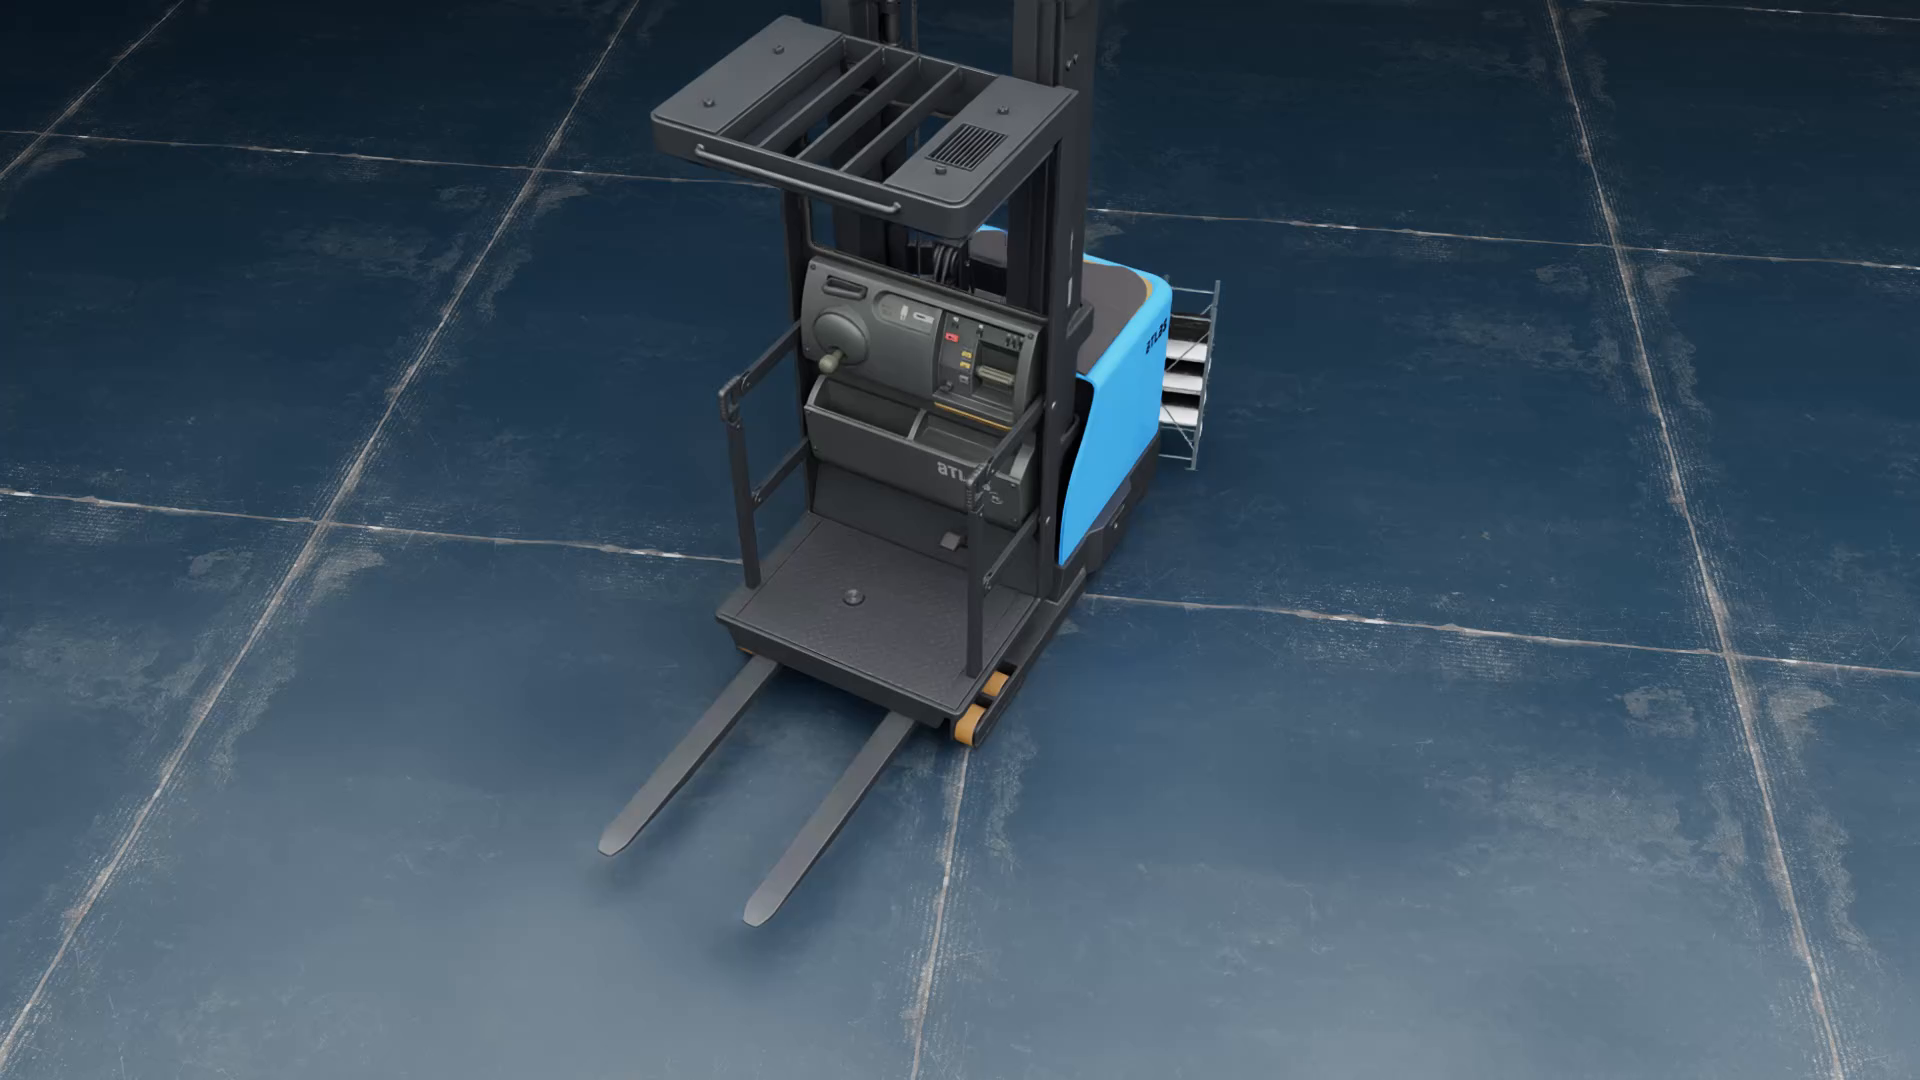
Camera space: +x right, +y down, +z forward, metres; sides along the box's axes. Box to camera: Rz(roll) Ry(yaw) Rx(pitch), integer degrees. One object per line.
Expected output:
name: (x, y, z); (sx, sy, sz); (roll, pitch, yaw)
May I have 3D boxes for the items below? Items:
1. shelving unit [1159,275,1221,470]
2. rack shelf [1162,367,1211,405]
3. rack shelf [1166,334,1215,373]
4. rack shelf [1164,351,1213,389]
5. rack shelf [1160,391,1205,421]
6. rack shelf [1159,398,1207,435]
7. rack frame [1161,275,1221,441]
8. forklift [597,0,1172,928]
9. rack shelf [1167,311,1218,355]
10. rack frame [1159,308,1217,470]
shelving unit: (0.979, -0.732, 7.389); (0.258, 0.900, 0.210); (7, 44, 7)
rack shelf: (0.979, -0.708, 7.412); (0.258, 0.077, 0.200); (7, 44, 7)
rack shelf: (0.980, -0.838, 7.288); (0.258, 0.077, 0.200); (7, 44, 7)
rack shelf: (0.979, -0.773, 7.350); (0.258, 0.077, 0.200); (7, 44, 7)
rack shelf: (0.978, -0.643, 7.474); (0.258, 0.077, 0.200); (7, 44, 7)
rack shelf: (0.978, -0.577, 7.536); (0.258, 0.077, 0.200); (7, 44, 7)
rack frame: (0.998, -0.801, 7.462); (0.240, 0.900, 0.006); (7, 44, 7)
forklift: (-0.255, -0.627, 5.802); (1.130, 2.935, 3.031); (20, 47, 20)
rack shelf: (0.980, -0.903, 7.226); (0.258, 0.077, 0.200); (7, 44, 7)
rack frame: (0.961, -0.663, 7.317); (0.240, 0.900, 0.006); (7, 44, 7)
